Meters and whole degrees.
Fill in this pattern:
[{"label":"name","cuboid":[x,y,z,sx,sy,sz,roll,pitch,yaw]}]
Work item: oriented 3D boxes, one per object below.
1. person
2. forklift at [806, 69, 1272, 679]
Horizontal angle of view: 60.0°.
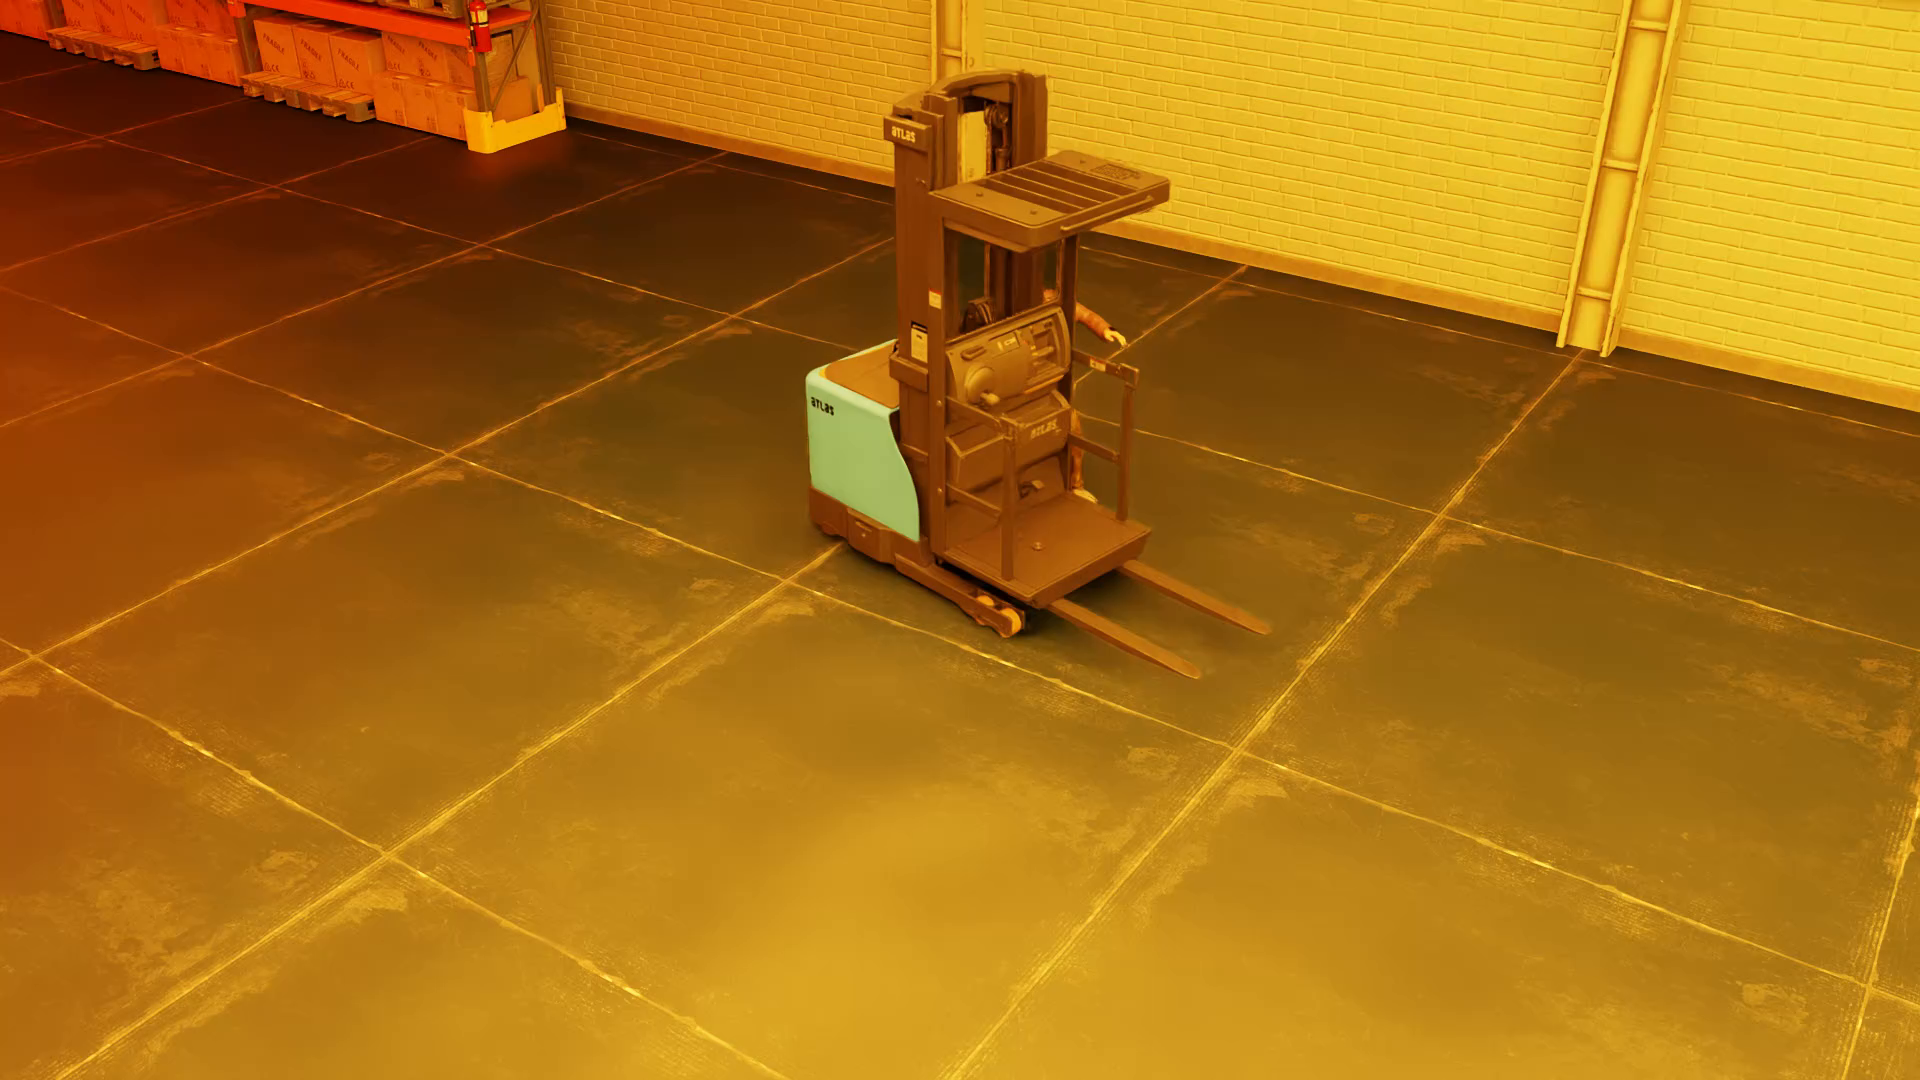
[{"label":"person","cuboid":[0.537,-0.992,10.695,1.037,1.537,0.913,-22,37,-33]},{"label":"forklift","cuboid":[0.432,-1.001,9.305,1.130,2.935,3.031,-26,39,-37]}]
